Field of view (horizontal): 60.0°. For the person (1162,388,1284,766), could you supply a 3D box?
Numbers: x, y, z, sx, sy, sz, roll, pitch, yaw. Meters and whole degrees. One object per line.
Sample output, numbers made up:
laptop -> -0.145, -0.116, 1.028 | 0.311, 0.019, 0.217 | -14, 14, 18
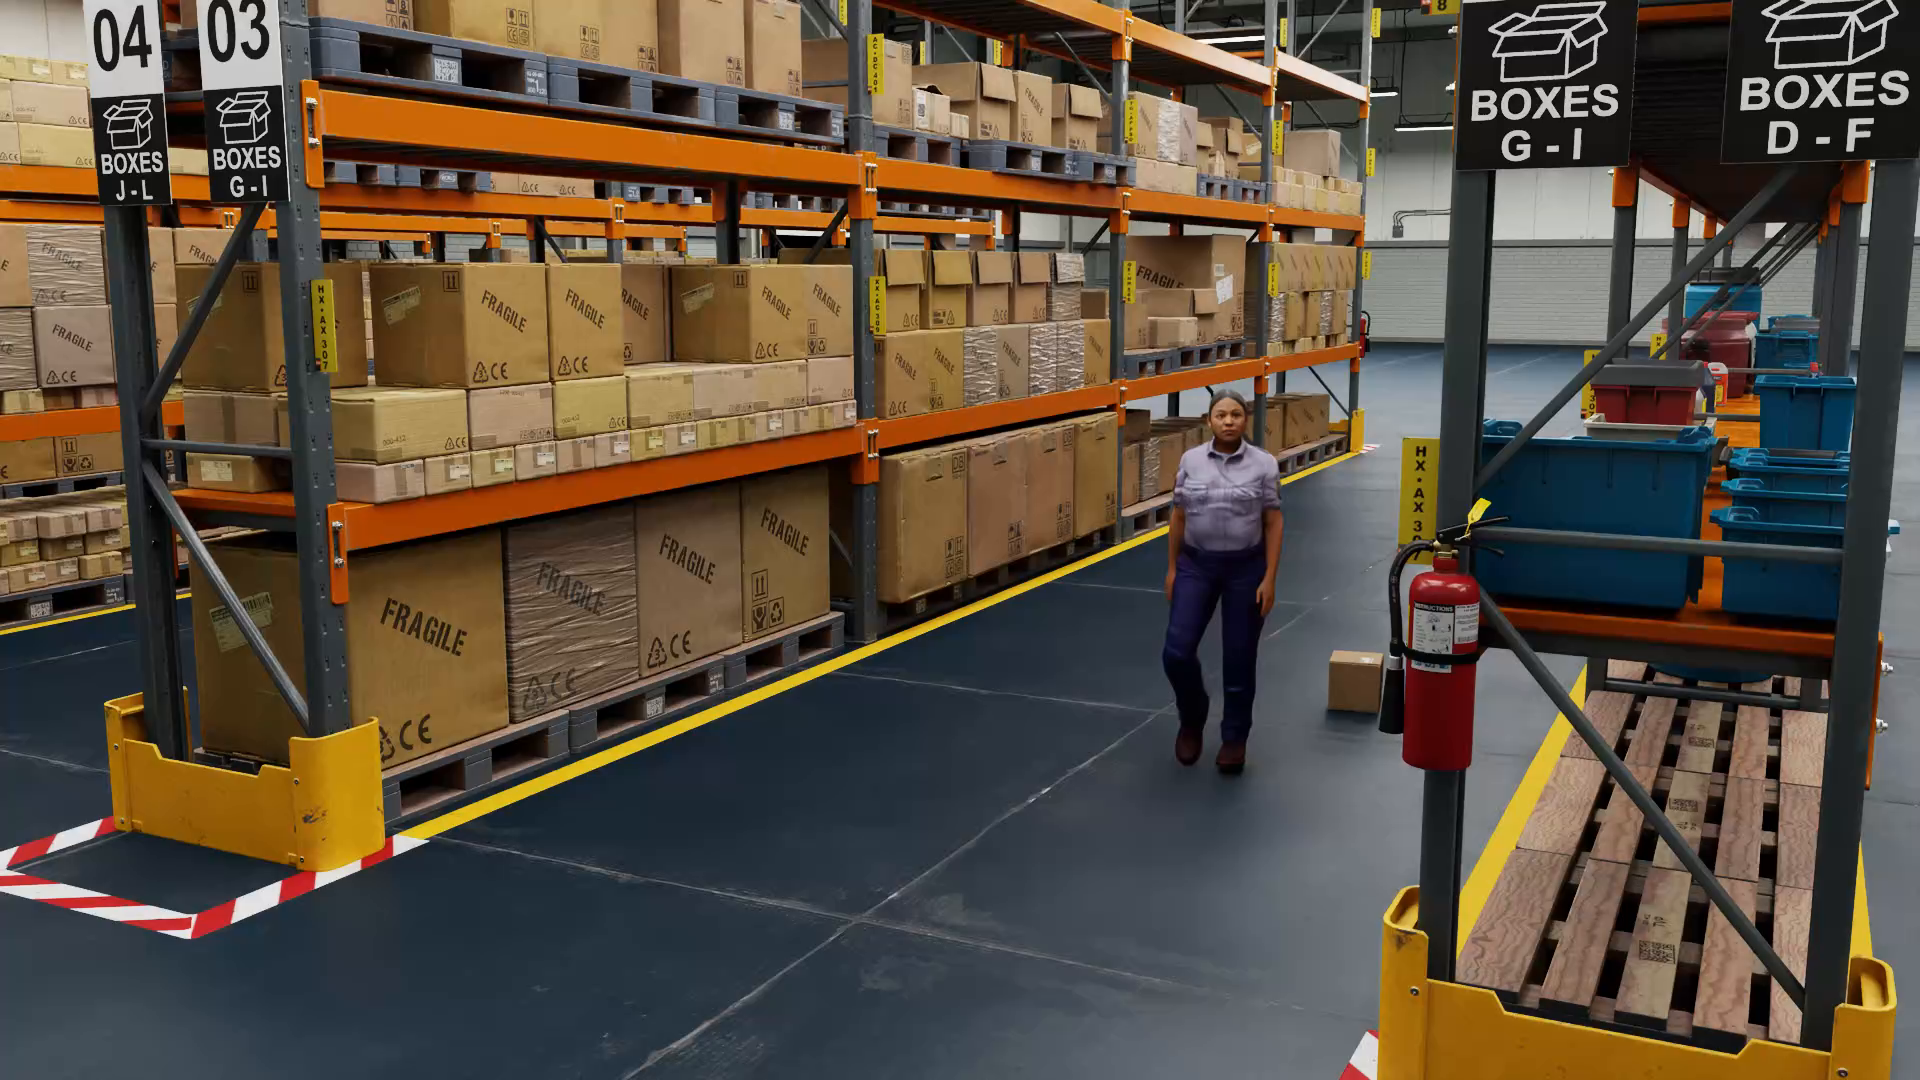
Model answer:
person -> 1.128, 0.185, 7.185 | 0.514, 1.670, 0.435 | 2, 9, 14
